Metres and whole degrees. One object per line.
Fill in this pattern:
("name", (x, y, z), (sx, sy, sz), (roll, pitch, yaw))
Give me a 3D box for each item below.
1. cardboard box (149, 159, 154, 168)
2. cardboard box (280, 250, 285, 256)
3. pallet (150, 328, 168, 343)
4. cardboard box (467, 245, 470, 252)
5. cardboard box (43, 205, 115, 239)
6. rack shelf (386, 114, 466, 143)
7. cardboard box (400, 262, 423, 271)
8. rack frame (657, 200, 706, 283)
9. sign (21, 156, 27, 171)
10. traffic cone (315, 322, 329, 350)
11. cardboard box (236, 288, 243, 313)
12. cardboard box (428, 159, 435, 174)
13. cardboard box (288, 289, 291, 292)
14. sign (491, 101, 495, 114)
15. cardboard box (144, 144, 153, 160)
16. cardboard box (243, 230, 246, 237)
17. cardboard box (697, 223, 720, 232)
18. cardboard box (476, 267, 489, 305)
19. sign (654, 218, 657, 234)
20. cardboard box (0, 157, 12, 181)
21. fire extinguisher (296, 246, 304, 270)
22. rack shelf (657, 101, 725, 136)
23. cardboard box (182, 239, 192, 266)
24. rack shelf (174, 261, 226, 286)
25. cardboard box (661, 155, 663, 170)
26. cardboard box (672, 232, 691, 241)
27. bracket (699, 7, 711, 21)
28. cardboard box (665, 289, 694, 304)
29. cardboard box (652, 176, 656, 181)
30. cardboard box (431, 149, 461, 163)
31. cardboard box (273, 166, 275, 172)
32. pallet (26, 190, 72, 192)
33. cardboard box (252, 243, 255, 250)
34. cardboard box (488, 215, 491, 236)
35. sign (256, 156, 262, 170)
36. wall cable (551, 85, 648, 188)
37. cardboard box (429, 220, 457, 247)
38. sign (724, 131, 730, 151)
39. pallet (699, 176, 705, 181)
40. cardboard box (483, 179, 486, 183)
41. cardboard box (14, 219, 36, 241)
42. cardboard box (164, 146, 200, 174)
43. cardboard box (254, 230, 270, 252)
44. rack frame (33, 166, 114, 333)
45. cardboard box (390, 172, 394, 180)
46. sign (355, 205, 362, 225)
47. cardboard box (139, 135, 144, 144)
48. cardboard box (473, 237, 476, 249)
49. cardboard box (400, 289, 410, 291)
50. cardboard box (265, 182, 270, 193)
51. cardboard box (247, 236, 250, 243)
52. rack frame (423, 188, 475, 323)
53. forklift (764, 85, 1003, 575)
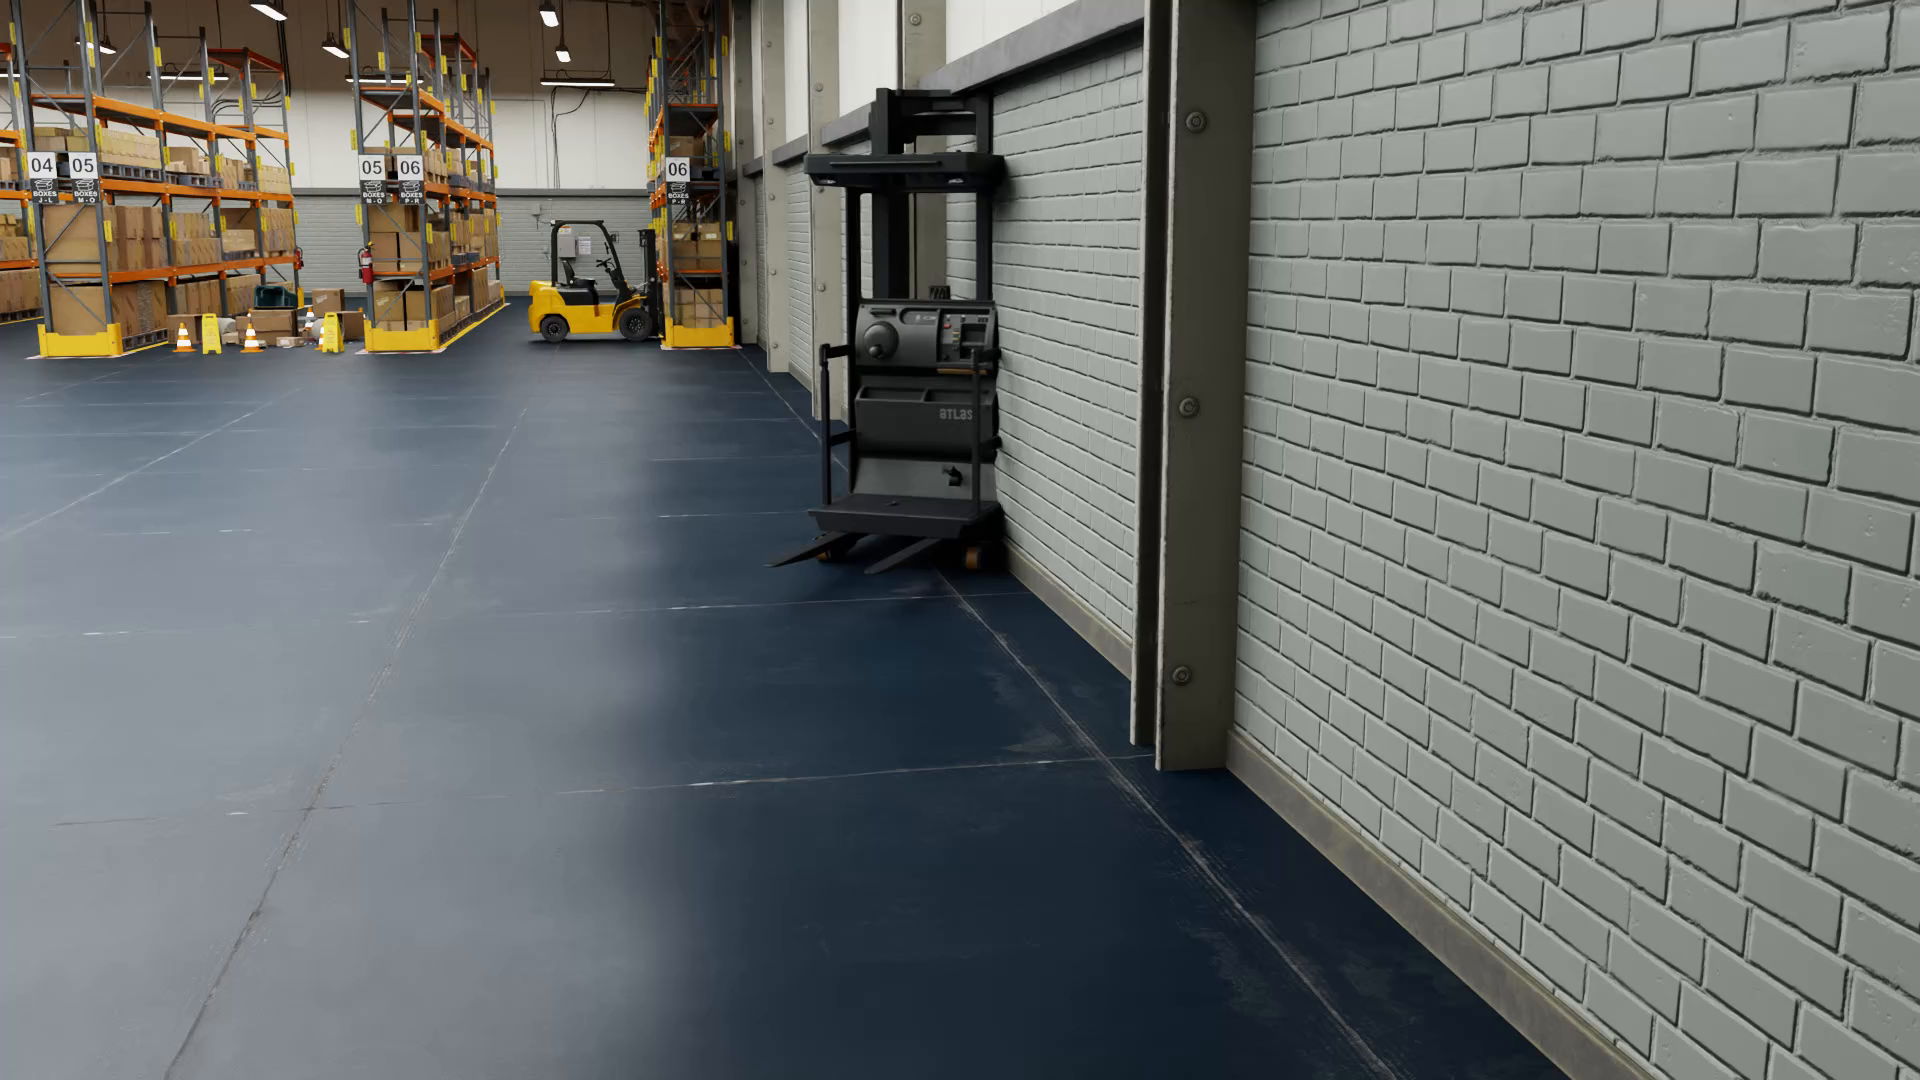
("cardboard box", (-14.525, -6.668, 29.464), (0.380, 0.149, 0.250), (-2, 11, -10))
("cardboard box", (-16.833, -7.051, 40.891), (0.380, 0.149, 0.250), (-3, 11, -14))
("pallet", (-14.939, -3.699, 30.064), (1.003, 0.211, 1.213), (-2, 11, -11))
("cardboard box", (-10.442, -6.083, 34.683), (0.380, 0.149, 0.250), (-2, 11, -11))
("cardboard box", (-14.266, -5.151, 26.946), (0.875, 0.550, 0.550), (-2, 11, -11))
("rack shelf", (-10.563, -8.173, 33.065), (1.077, 0.370, 4.000), (-2, 11, -11))
("cardboard box", (-9.259, -4.622, 28.130), (0.380, 0.149, 0.250), (-2, 11, -11))
("rack frame", (-6.084, -6.324, 36.400), (1.000, 3.000, 0.127), (-2, 11, -11))
("sign", (-20.921, -8.420, 37.164), (0.100, 0.325, 0.005), (-2, 11, -11))
("traffic cone", (-10.745, -3.461, 28.145), (0.336, 0.463, 0.334), (-2, 11, -11))
("cardboard box", (-15.777, -5.154, 35.814), (0.500, 0.500, 0.500), (-2, 11, -10))
("cardboard box", (-9.446, -6.510, 28.961), (0.500, 0.250, 0.500), (-2, 11, -9))
("cardboard box", (-16.859, -6.182, 41.359), (0.380, 0.149, 0.250), (-3, 11, -13))
("sign", (-11.973, -11.072, 42.592), (0.100, 0.325, 0.005), (-2, 11, -11))
("cardboard box", (-14.564, -6.838, 29.295), (0.500, 0.250, 0.500), (-2, 11, -11))
("cardboard box", (-16.144, -6.842, 37.078), (0.380, 0.149, 0.250), (-2, 11, -11))
("cardboard box", (-4.384, -5.440, 28.958), (0.380, 0.149, 0.250), (-2, 11, -12))
("cardboard box", (-11.531, -5.928, 38.880), (0.875, 0.875, 0.875), (-2, 11, -9))
("sign", (-6.614, -6.833, 36.187), (0.100, 0.325, 0.005), (-2, 11, -11))
("cardboard box", (-21.328, -8.139, 36.523), (0.700, 0.500, 0.500), (-2, 11, -10))
("fire extinguisher", (-16.940, -7.253, 42.487), (0.296, 0.674, 0.183), (-2, 11, -11))
("rack shelf", (-4.917, -7.621, 30.163), (1.077, 0.370, 4.000), (-2, 11, -11))
("cardboard box", (-14.947, -5.459, 31.586), (0.500, 0.500, 0.500), (-2, 11, -11))
("rack shelf", (-15.399, -5.224, 32.545), (1.077, 0.370, 4.000), (-2, 11, -11))
("cardboard box", (-5.383, -7.114, 31.377), (0.500, 0.311, 0.500), (-2, 11, -10))
("cardboard box", (-4.870, -5.278, 28.902), (0.380, 0.149, 0.250), (-2, 11, -10))
("bracket", (-5.214, -10.744, 33.951), (0.235, 0.232, 0.430), (-2, 11, -11))
("cardboard box", (-4.924, -4.277, 29.200), (0.500, 0.250, 0.500), (-2, 11, -9))
("cardboard box", (-6.870, -8.313, 38.109), (0.380, 0.149, 0.250), (-2, 11, -10))
("cardboard box", (-10.002, -7.474, 32.360), (0.500, 0.250, 0.500), (-2, 11, -12))
("cardboard box", (-16.713, -8.920, 40.012), (0.380, 0.149, 0.250), (-2, 11, -13))
("pallet", (-22.074, -8.544, 40.279), (1.003, 0.211, 1.213), (-2, 11, -11))
("cardboard box", (-16.295, -6.695, 37.899), (0.380, 0.149, 0.250), (-2, 11, -12))
("cardboard box", (-11.766, -7.700, 40.689), (0.500, 0.500, 0.500), (-2, 11, -10))
("sign", (-16.022, -8.620, 38.004), (0.100, 0.325, 0.005), (-2, 11, -11))
("wall cable", (-10.413, -11.730, 48.657), (2.988, 3.039, 0.133), (-2, 11, -11))
("cardboard box", (-9.984, -5.907, 32.024), (0.500, 0.500, 0.500), (-2, 11, -10))
("sign", (-3.982, -6.818, 28.422), (0.100, 0.325, 0.005), (-2, 11, -11))
("pallet", (-5.490, -7.131, 33.131), (0.805, 0.209, 1.217), (-3, 11, -13))
("cardboard box", (-12.172, -9.062, 42.047), (0.380, 0.149, 0.250), (-3, 11, -15))
("cardboard box", (-21.293, -7.054, 37.836), (0.500, 0.500, 0.500), (-2, 11, -11))
("cardboard box", (-15.175, -7.414, 32.445), (0.500, 0.500, 0.500), (-2, 11, -11))
("cardboard box", (-16.415, -6.973, 38.748), (0.500, 0.500, 0.500), (-2, 11, -12))
("rack frame", (-14.232, -4.477, 26.696), (1.000, 3.000, 0.127), (-2, 11, -11))
("cardboard box", (-9.839, -6.175, 28.269), (0.380, 0.149, 0.250), (-2, 11, -9))
("sign", (-9.945, -5.383, 27.515), (0.100, 0.325, 0.005), (-2, 11, -11))
("cardboard box", (-14.428, -6.967, 28.903), (0.380, 0.149, 0.250), (-2, 11, -11))
("cardboard box", (-10.908, -6.512, 36.449), (0.500, 0.250, 0.500), (-2, 11, -10))
("cardboard box", (-9.913, -4.133, 29.112), (0.500, 0.500, 0.500), (-2, 11, -9))
("cardboard box", (-16.504, -8.264, 38.971), (0.500, 0.250, 0.500), (-2, 11, -12))
("cardboard box", (-16.197, -6.747, 37.377), (0.380, 0.149, 0.250), (-2, 11, -9))
("rack frame", (-10.952, -6.143, 35.448), (1.000, 3.000, 0.127), (-2, 11, -11))
("forklift", (-0.283, -1.326, 10.326), (1.130, 2.935, 3.031), (4, 11, 19))
